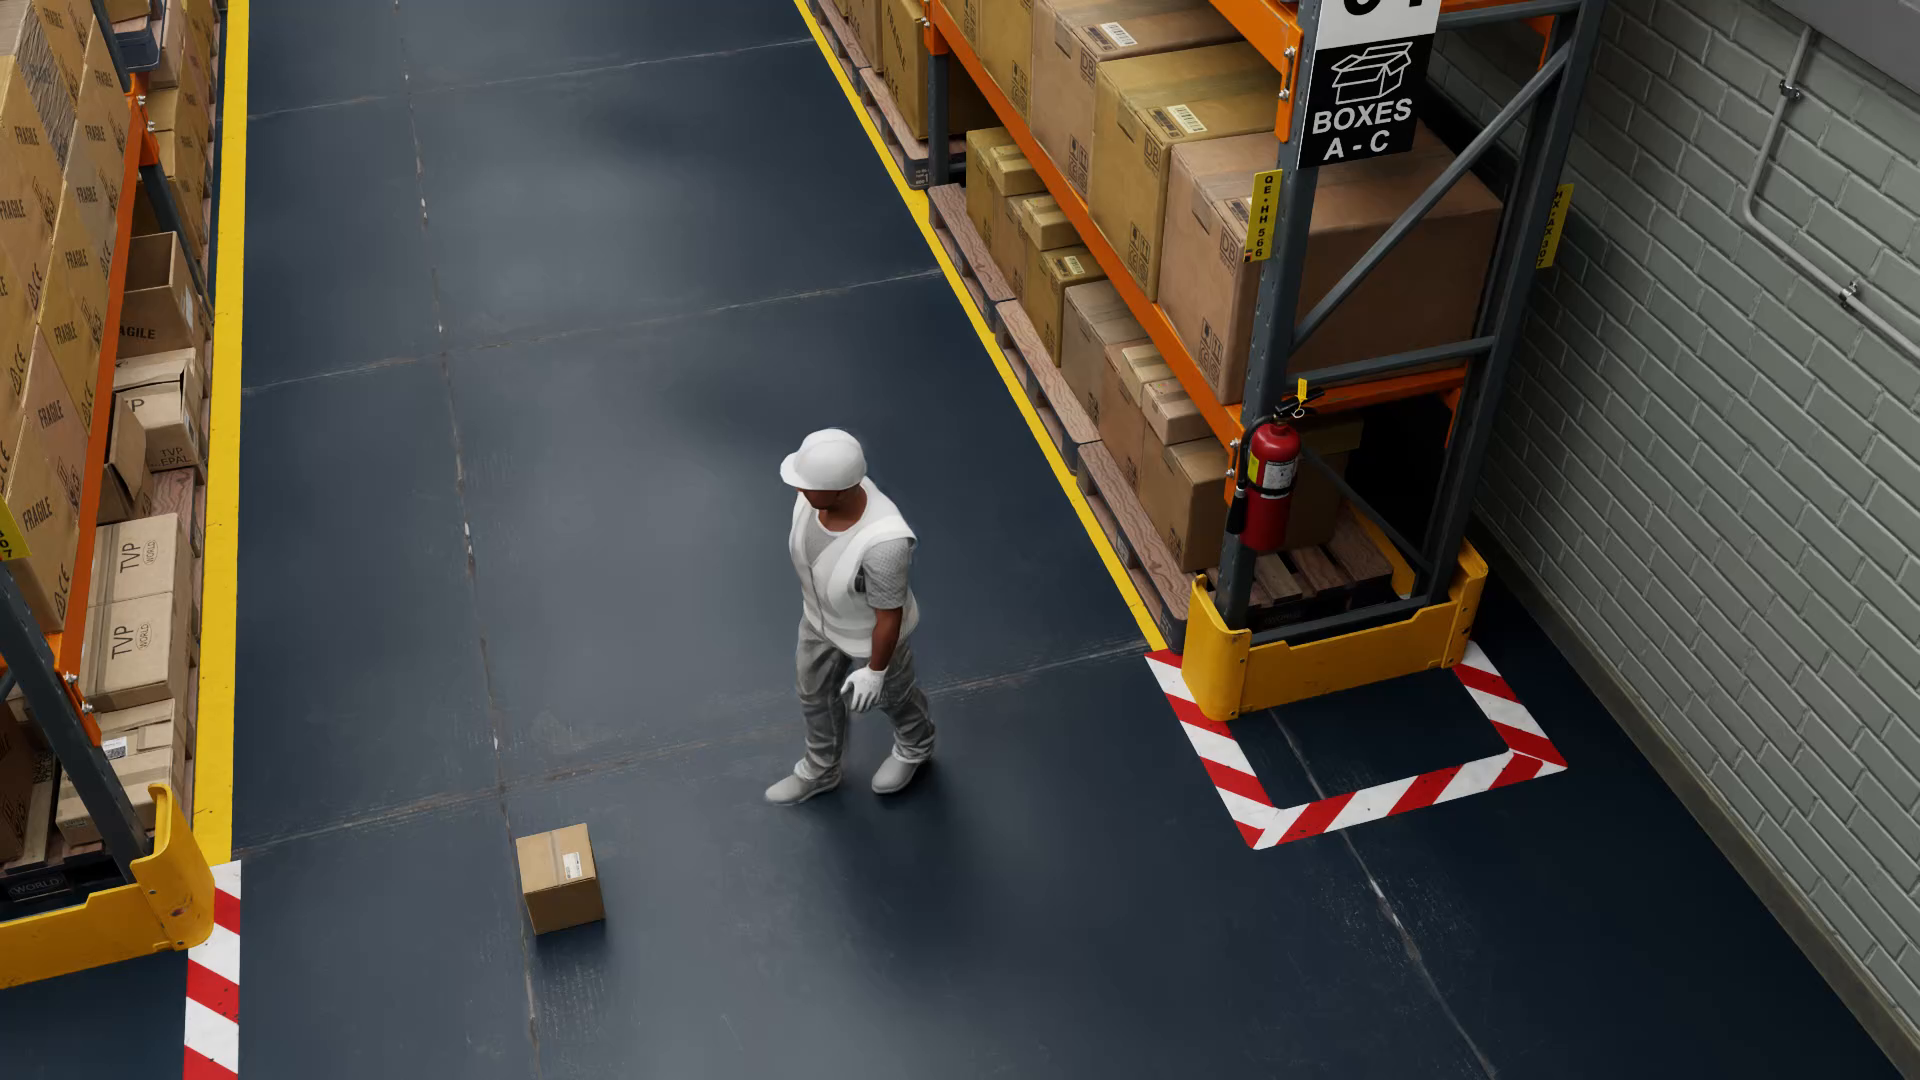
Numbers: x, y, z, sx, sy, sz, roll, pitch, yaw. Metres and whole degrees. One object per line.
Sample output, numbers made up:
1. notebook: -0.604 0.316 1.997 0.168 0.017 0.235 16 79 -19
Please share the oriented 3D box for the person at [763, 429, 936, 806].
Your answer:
1. person: -0.370 0.309 5.805 0.612 1.809 0.575 -32 51 -31
